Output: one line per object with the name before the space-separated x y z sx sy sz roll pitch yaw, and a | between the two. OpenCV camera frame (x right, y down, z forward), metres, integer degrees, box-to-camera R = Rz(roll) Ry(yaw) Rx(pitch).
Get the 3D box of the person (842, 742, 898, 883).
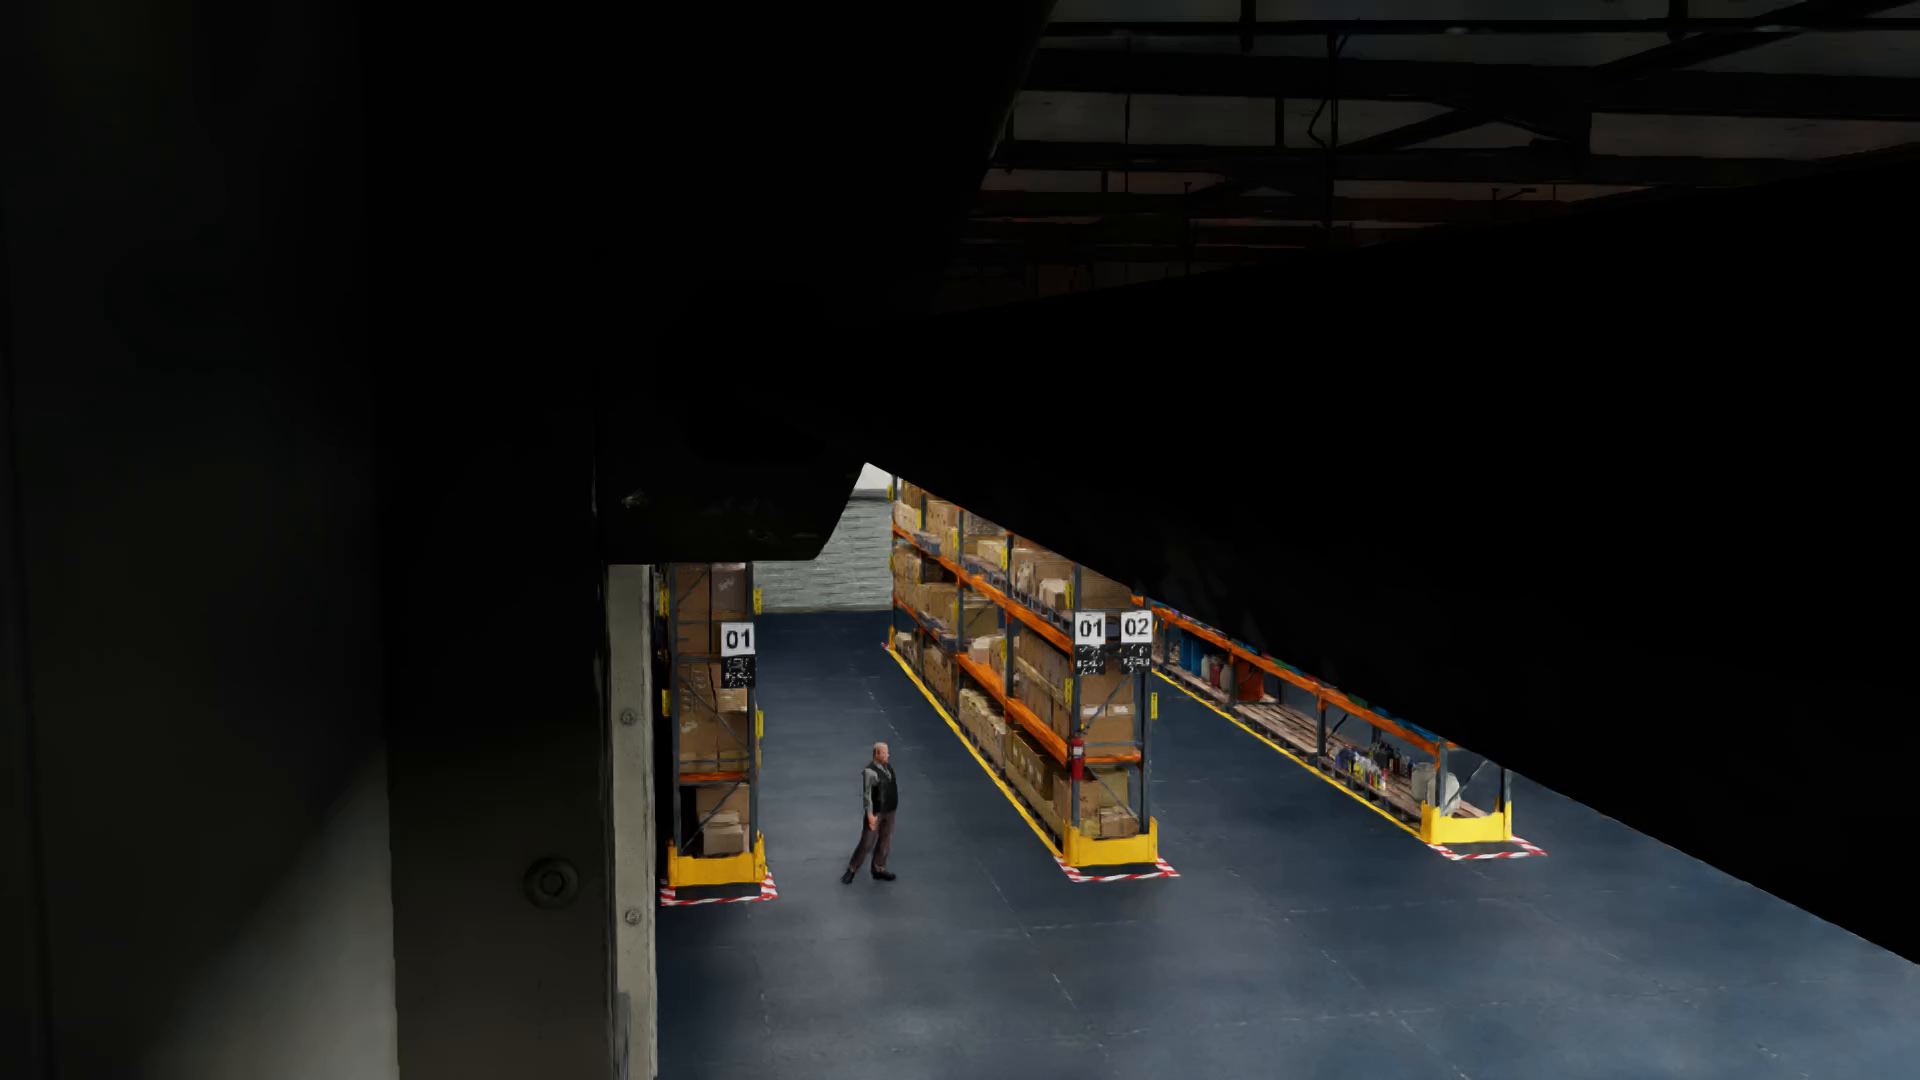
person | -1.092 3.307 20.165 0.511 1.712 0.722 4 8 35
